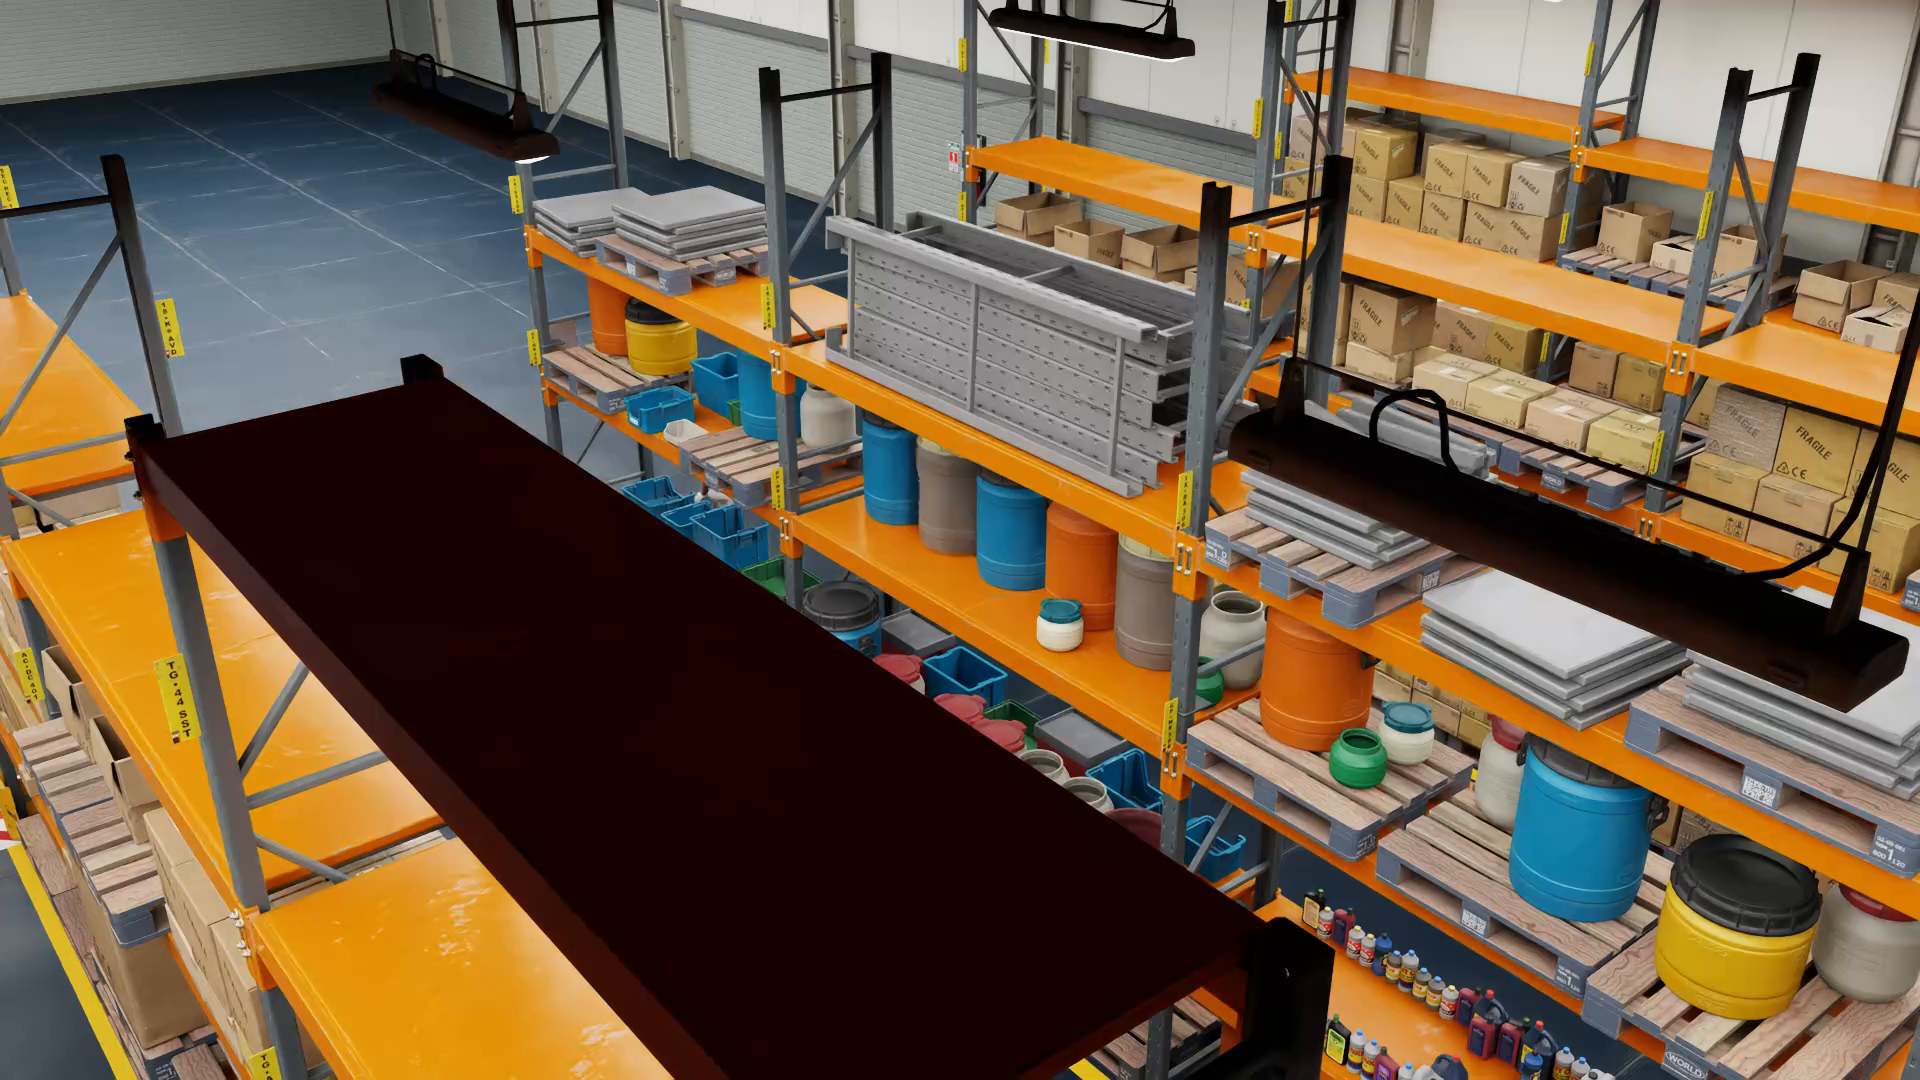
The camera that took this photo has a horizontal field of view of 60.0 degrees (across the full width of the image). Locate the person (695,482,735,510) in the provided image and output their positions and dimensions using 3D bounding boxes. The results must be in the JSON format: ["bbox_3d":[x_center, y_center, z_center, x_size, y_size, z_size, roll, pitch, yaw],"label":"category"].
[{"bbox_3d":[-2.522,-0.526,17.287,0.942,1.735,0.612,8,27,17],"label":"person"}]
